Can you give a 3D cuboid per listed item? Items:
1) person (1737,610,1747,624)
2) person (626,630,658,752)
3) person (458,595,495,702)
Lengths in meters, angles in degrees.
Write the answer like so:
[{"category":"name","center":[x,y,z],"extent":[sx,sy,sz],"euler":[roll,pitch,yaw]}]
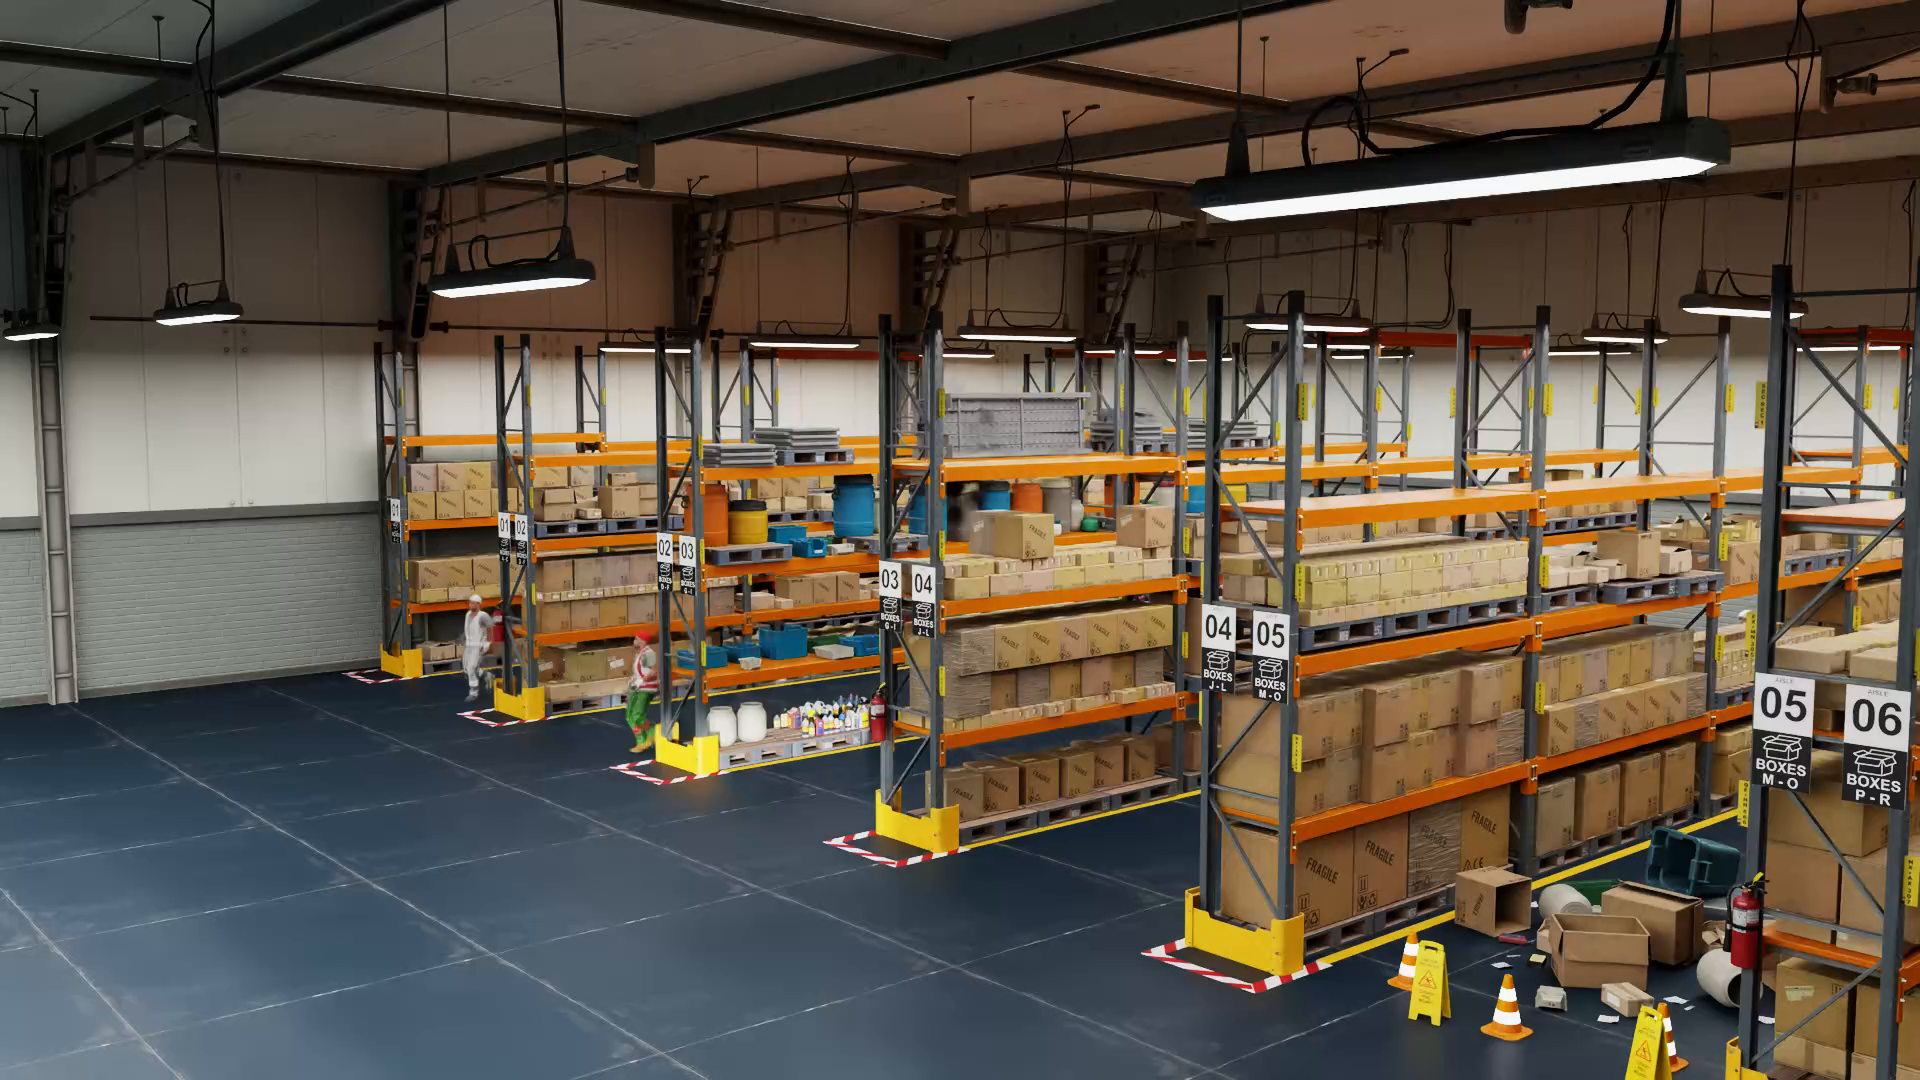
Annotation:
[{"category":"person","center":[12.036,1.960,25.596],"extent":[0.963,1.764,0.693],"euler":[-4,7,-38]},{"category":"person","center":[-4.567,2.150,23.787],"extent":[0.540,1.748,0.829],"euler":[-4,7,-40]},{"category":"person","center":[-8.026,1.783,27.693],"extent":[0.697,1.760,0.670],"euler":[4,6,36]}]
